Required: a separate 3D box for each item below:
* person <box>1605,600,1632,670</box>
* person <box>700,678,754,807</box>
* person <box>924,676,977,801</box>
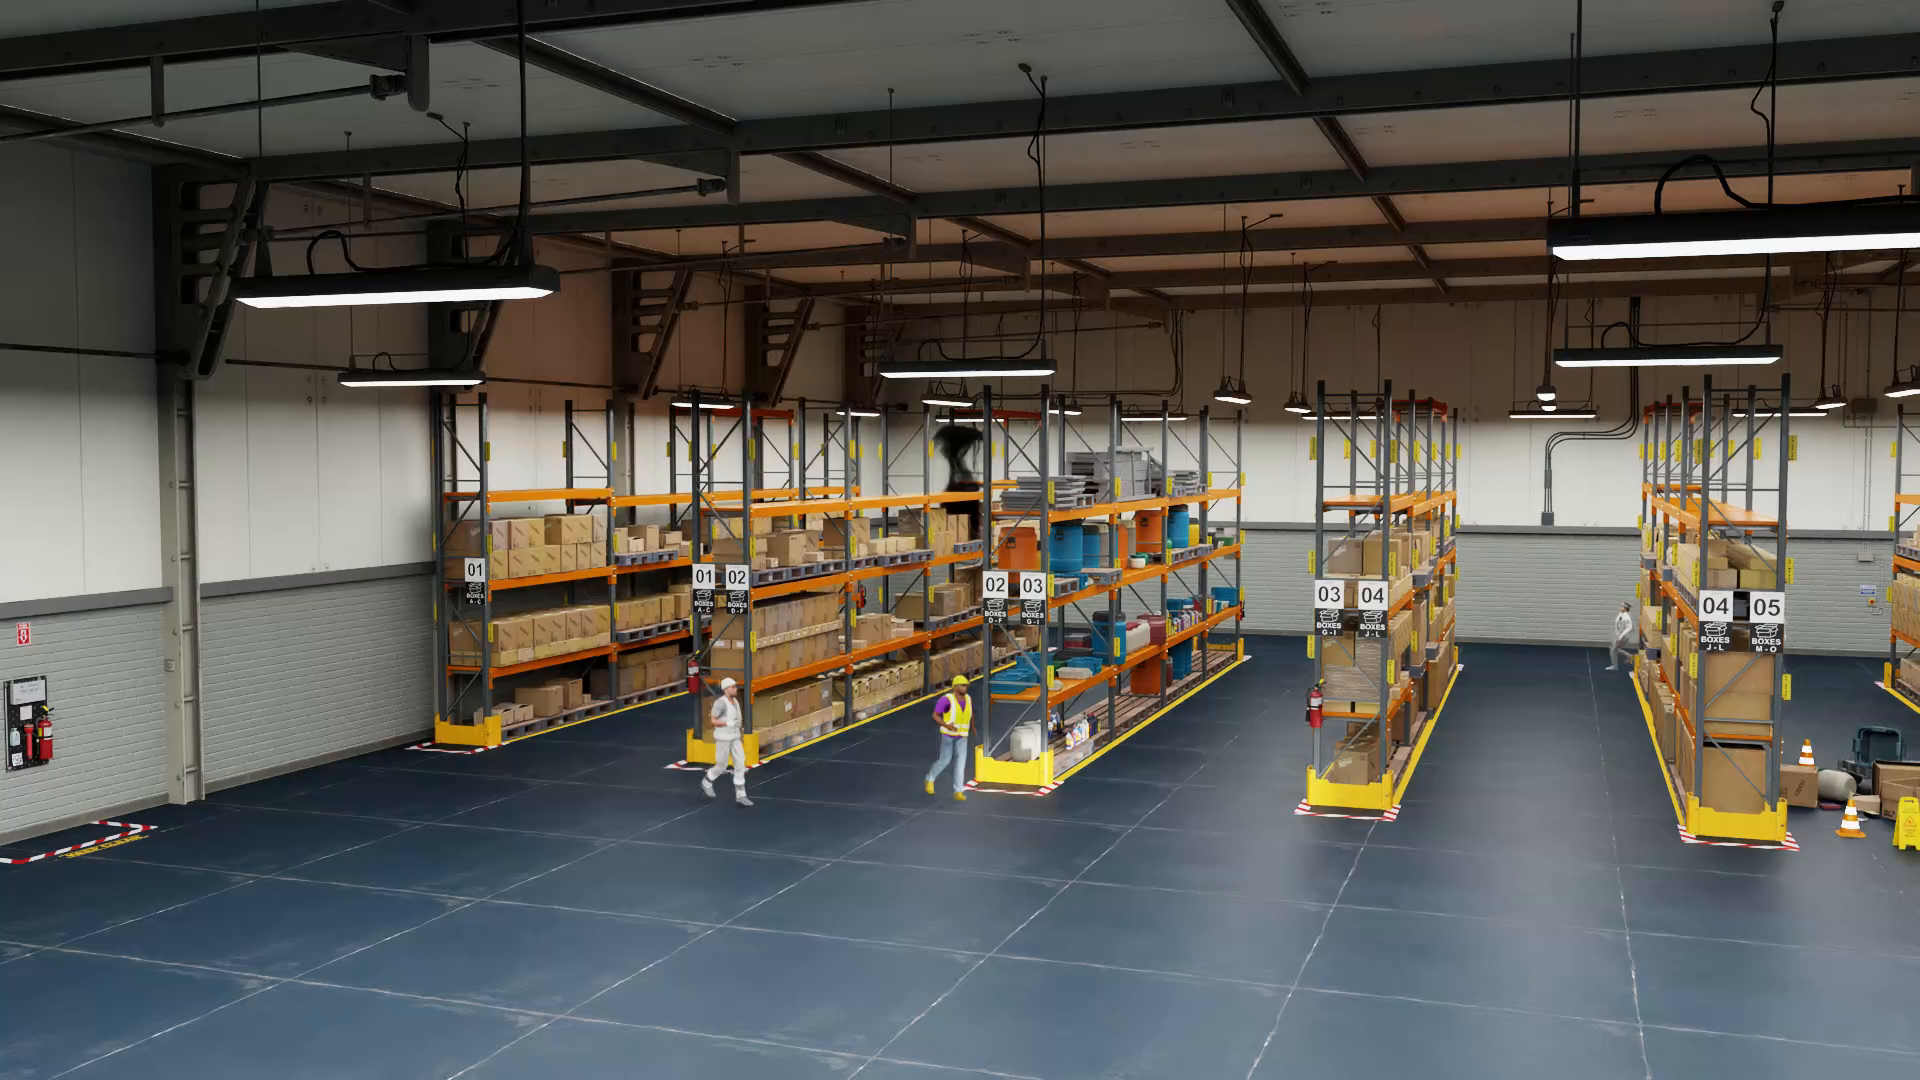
[{"bbox_3d":[15.069,2.176,37.806,0.588,1.623,0.658,0,3,2],"label":"person"},{"bbox_3d":[-3.326,2.847,23.538,0.925,1.802,0.634,2,4,31],"label":"person"},{"bbox_3d":[-0.045,2.830,24.040,0.755,1.746,0.894,-2,4,-31],"label":"person"}]
